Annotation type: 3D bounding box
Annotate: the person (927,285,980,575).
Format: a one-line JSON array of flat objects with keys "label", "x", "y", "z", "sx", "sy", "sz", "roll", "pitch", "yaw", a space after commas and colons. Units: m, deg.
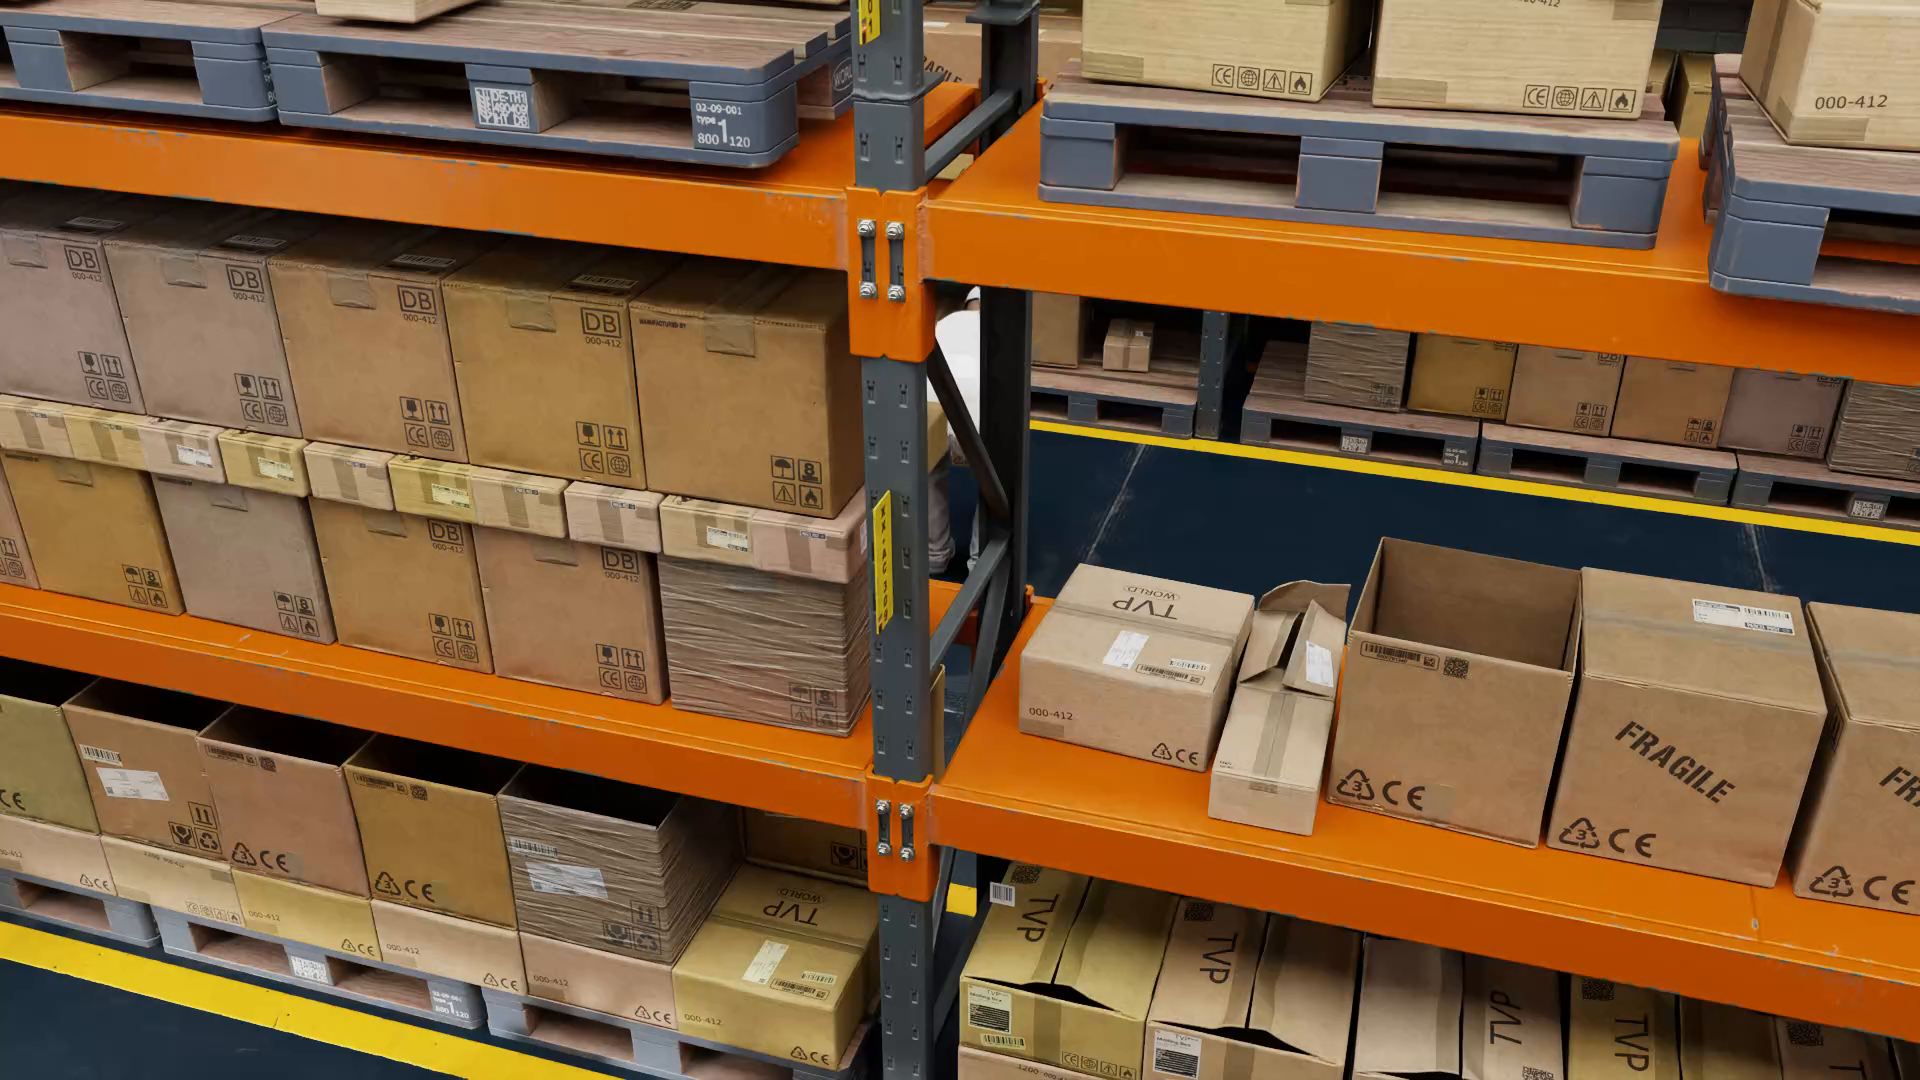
[{"label": "person", "x": 0.037, "y": -0.478, "z": 7.577, "sx": 0.523, "sy": 1.191, "sz": 0.962, "roll": 7, "pitch": 30, "yaw": 13}]
